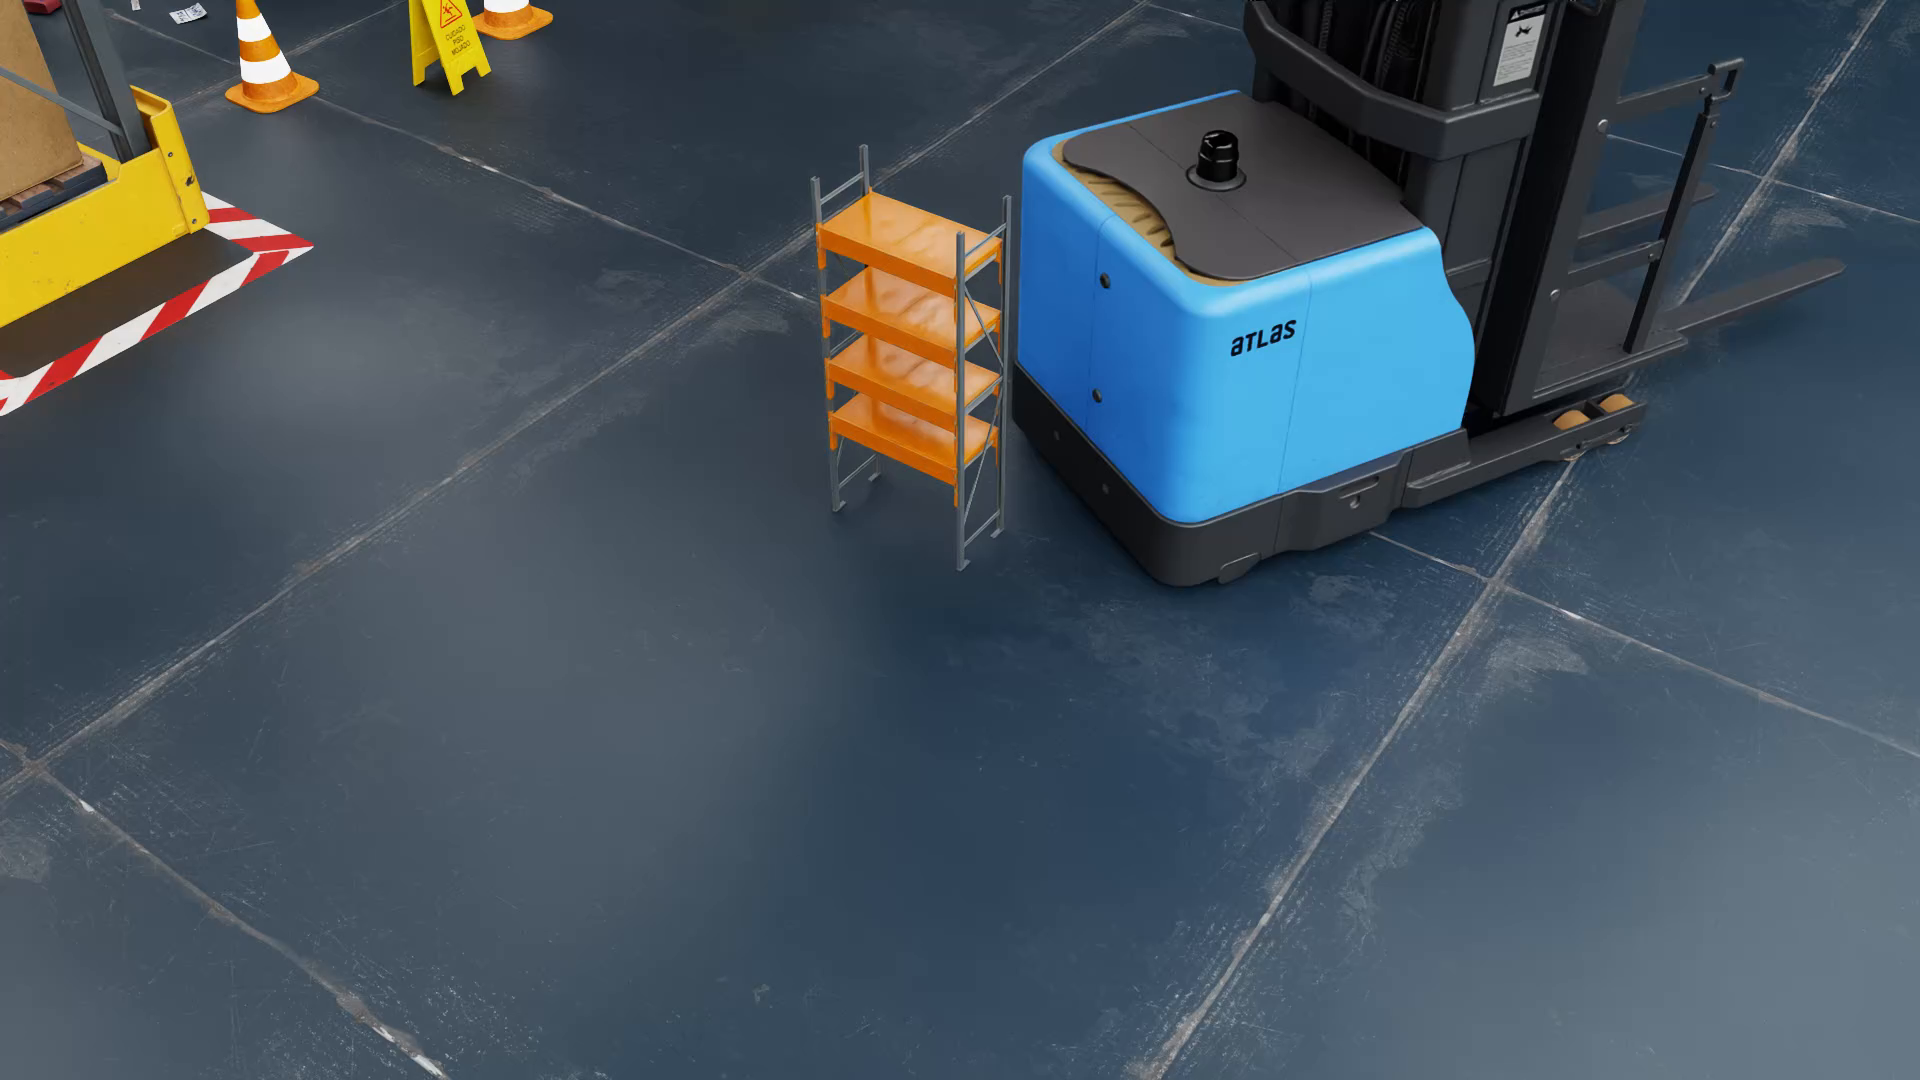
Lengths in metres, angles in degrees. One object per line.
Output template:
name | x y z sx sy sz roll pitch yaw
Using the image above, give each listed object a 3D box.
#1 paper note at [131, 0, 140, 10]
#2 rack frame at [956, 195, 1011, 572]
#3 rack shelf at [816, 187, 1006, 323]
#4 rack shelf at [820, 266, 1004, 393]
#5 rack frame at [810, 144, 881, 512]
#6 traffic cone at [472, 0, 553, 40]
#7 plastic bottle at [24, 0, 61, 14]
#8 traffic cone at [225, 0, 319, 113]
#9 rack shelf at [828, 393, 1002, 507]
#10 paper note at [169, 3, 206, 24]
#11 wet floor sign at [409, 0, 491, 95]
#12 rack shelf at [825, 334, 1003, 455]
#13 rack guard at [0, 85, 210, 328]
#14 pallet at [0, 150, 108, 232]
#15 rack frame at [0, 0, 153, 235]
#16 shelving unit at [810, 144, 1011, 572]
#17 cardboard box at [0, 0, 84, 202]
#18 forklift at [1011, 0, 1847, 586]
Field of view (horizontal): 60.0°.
paper note | -4.060 -2.636 8.188 0.032 0.001 0.123 -17 45 -18
rack frame | 0.064 -0.417 4.816 0.015 1.200 0.240 25 48 25
rack shelf | -0.136 -0.803 4.659 0.480 0.148 0.258 25 48 25
rack shelf | -0.136 -0.627 4.816 0.480 0.148 0.258 25 48 25
rack frame | -0.335 -0.604 5.025 0.015 1.200 0.240 25 48 25
traffic cone | -2.175 -2.680 7.898 0.334 0.463 0.336 25 48 25
plastic bottle | -4.467 -2.684 8.204 0.133 0.061 0.283 10 43 11
traffic cone | -3.102 -2.194 7.355 0.334 0.463 0.336 25 48 25
rack shelf | -0.136 -0.312 5.098 0.480 0.148 0.258 25 48 25
paper note | -3.758 -2.565 8.095 0.144 0.017 0.142 -25 48 -25
wet floor sign | -2.322 -2.353 7.396 0.232 0.644 0.267 17 45 18
rack shelf | -0.136 -0.460 4.966 0.480 0.148 0.258 25 48 25
rack guard | -3.463 -1.220 6.238 0.348 0.500 1.175 25 48 25
pallet | -4.183 -1.385 6.639 1.213 0.211 1.003 25 48 25
rack frame | -3.483 -2.160 5.415 0.127 3.000 1.000 25 48 25
shelving unit | -0.136 -0.511 4.921 0.503 1.200 0.258 25 48 25
cardboard box | -4.076 -1.749 6.233 0.875 0.875 0.875 25 48 26
forklift | 1.721 -1.650 4.897 3.031 2.935 1.130 -19 45 -20
